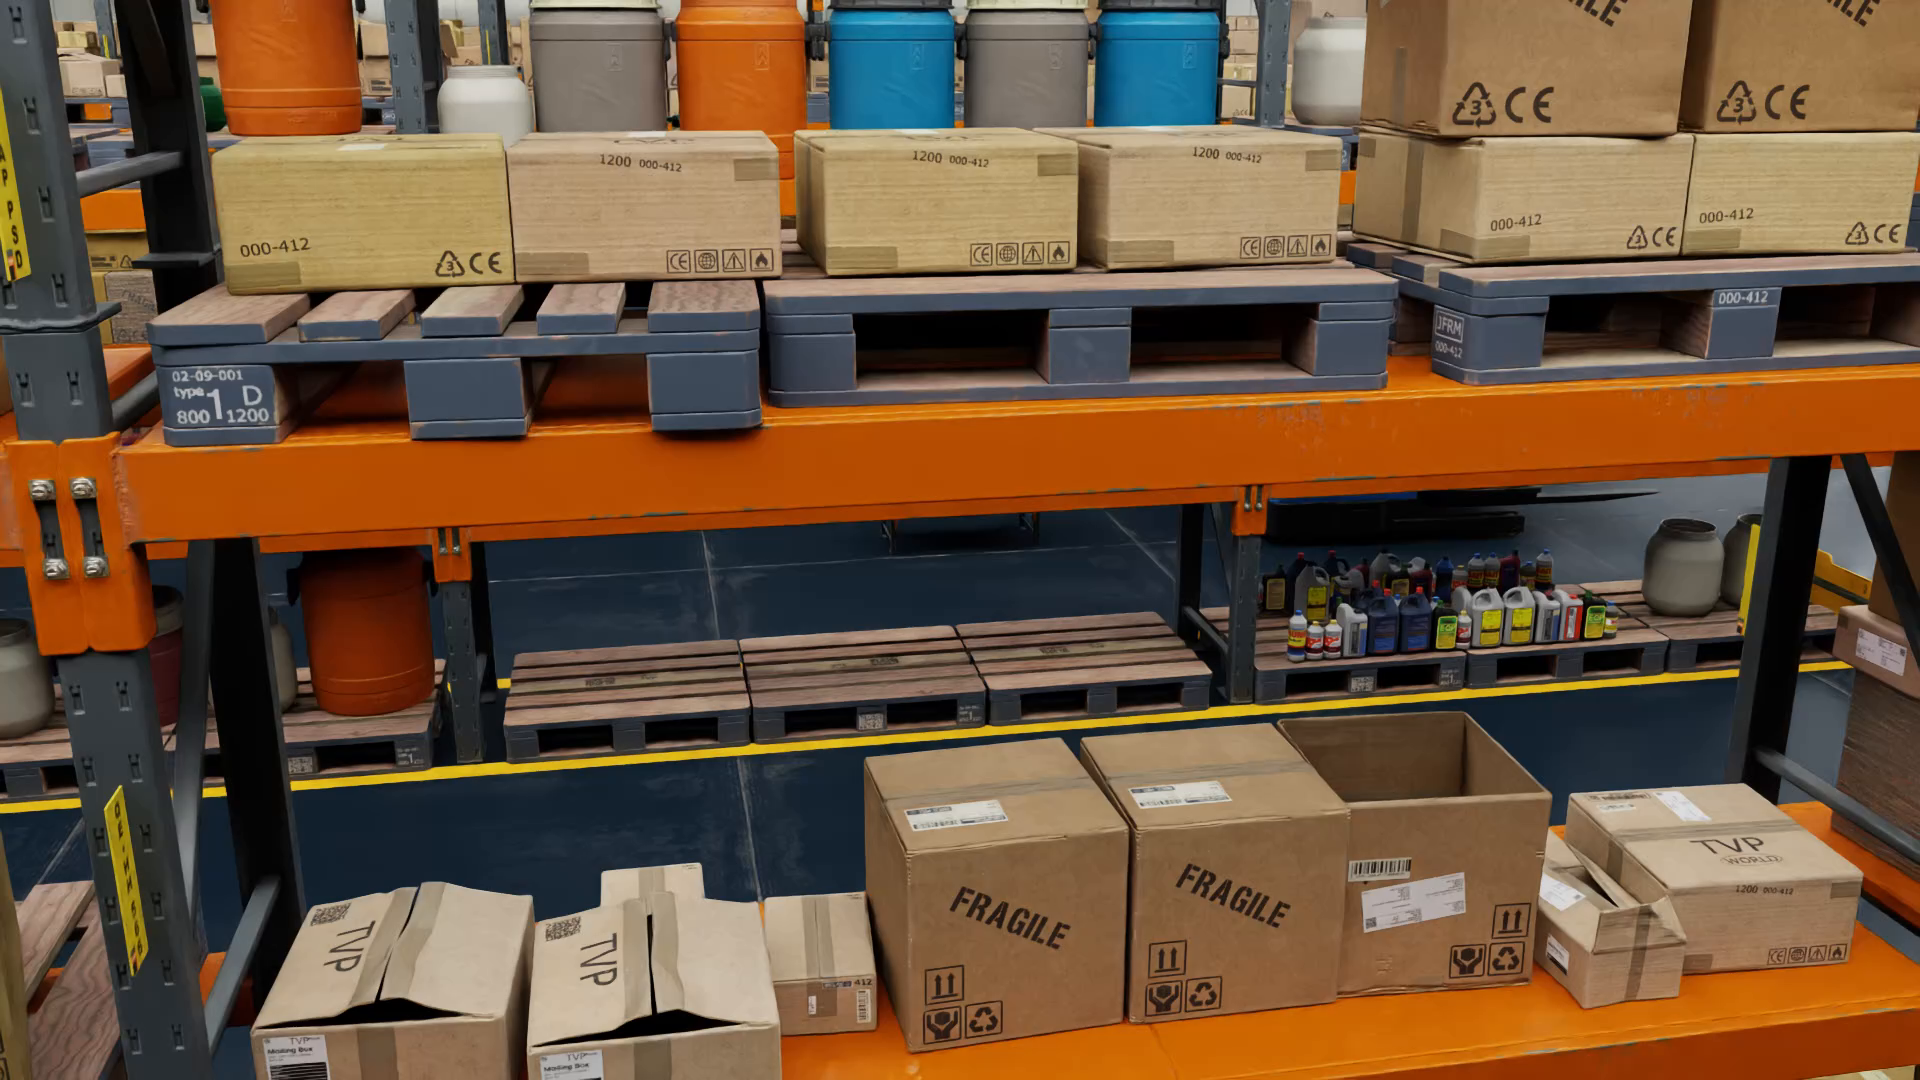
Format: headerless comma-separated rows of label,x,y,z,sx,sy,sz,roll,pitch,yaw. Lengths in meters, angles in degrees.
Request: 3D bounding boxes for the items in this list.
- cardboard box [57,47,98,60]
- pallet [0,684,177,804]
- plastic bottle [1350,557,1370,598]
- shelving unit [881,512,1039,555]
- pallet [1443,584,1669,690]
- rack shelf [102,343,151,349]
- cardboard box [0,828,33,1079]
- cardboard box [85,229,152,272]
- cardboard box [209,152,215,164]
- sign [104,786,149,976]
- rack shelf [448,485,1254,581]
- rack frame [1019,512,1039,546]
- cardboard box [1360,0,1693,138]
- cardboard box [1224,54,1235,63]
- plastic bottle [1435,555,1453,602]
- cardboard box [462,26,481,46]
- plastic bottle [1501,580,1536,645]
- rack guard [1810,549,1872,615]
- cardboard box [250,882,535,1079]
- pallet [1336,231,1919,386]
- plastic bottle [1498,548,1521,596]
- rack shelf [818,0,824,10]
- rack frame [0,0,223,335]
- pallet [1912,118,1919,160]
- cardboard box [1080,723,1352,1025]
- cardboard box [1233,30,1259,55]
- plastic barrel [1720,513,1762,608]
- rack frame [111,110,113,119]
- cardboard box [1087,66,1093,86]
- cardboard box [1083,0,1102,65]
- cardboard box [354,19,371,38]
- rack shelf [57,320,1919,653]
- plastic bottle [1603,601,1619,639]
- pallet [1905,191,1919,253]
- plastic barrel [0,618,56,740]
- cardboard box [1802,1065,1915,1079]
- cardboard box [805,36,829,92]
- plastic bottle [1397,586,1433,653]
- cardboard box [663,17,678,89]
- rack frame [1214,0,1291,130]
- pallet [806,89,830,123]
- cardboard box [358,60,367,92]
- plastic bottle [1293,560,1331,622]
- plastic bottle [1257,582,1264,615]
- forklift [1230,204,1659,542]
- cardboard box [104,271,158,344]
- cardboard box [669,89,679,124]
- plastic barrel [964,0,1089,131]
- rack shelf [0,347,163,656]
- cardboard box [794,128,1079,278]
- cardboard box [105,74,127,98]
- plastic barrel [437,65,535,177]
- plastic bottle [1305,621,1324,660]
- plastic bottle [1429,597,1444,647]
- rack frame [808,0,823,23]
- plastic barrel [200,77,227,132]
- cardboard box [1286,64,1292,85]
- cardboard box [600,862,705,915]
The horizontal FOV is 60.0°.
cardboard box,-8.623,-4.613,16.018,0.500,0.250,0.500,-4,18,-13
pallet,-4.471,0.985,8.244,1.213,0.211,1.003,-3,17,-10
plastic bottle,2.336,0.244,9.785,0.133,0.283,0.061,-2,17,-7
shelving unit,-0.007,-0.537,11.645,1.048,1.125,0.538,-3,17,-10
pallet,3.285,0.545,9.677,1.213,0.211,1.003,-3,17,-10
rack shelf,-5.413,-1.443,12.626,4.000,0.370,1.077,-3,17,-10
cardboard box,-2.171,0.777,3.289,0.500,0.500,0.700,-10,20,-29
cardboard box,-6.075,-2.276,12.233,0.637,0.503,0.797,-3,17,-10
cardboard box,-9.668,-4.952,20.953,0.500,0.500,0.500,-3,17,-11
sign,-1.461,0.598,2.919,0.005,0.325,0.100,-3,17,-10
rack shelf,-0.546,-0.238,8.703,4.000,0.370,1.077,-3,17,-10
rack frame,0.492,-0.566,11.738,0.032,1.125,0.500,-3,17,-10
cardboard box,1.186,-1.125,3.521,0.500,0.500,0.500,-2,17,-5
cardboard box,2.802,-5.197,18.058,0.250,0.149,0.380,-3,17,-10
plastic bottle,2.872,0.225,9.868,0.097,0.271,0.097,0,17,0
cardboard box,-6.265,-6.328,21.310,0.500,0.500,0.700,-4,18,-13
plastic bottle,3.074,0.393,9.187,0.185,0.351,0.144,-3,17,-8
rack guard,5.279,0.297,9.995,0.348,0.500,1.175,-3,17,-10
cardboard box,-1.208,0.993,3.623,0.500,0.311,0.500,-2,17,-7
pallet,1.490,-0.555,3.726,1.217,0.209,0.805,-4,18,-13
plastic bottle,3.280,0.191,9.960,0.133,0.283,0.061,-3,17,-10
rack shelf,-0.384,-8.853,27.214,4.000,0.370,1.077,-3,17,-10
rack frame,-1.574,-1.910,2.704,0.127,3.000,1.000,-3,17,-10
pallet,4.514,-2.242,9.215,1.213,0.211,1.003,-3,17,-10
cardboard box,0.588,0.782,3.986,0.500,0.500,0.500,-3,17,-10
cardboard box,3.136,-5.425,18.118,0.500,0.250,0.500,-3,17,-10
plastic barrel,4.713,0.131,9.798,0.421,0.512,0.421,0,17,0
rack frame,-8.218,-3.111,16.832,0.127,3.000,1.000,-3,17,-10
cardboard box,0.856,-3.603,12.902,0.250,0.149,0.380,-4,17,-12
cardboard box,0.872,-4.083,13.358,0.500,0.500,0.500,-4,17,-12
cardboard box,-5.898,-5.006,16.420,0.258,0.266,0.396,-3,17,-10
rack shelf,0.390,-0.244,3.613,4.000,0.370,1.077,-3,17,-10
plastic bottle,3.625,0.440,9.287,0.097,0.201,0.097,0,17,0
pallet,3.186,-0.712,4.062,1.213,0.211,1.003,-3,17,-10
plastic barrel,-4.633,0.670,8.043,0.421,0.512,0.421,0,17,0
cardboard box,2.768,1.760,4.942,0.500,0.250,0.500,-3,17,-10
cardboard box,-0.927,-3.755,12.928,0.637,0.503,0.797,-3,17,-8
plastic bottle,2.474,0.427,9.076,0.185,0.351,0.144,-4,18,-13
cardboard box,-1.948,-3.628,12.385,0.500,0.500,0.500,-4,17,-12
rack frame,1.418,-3.561,8.079,0.127,3.000,1.000,-3,17,-10
pallet,-1.166,-3.403,12.993,1.003,0.211,1.213,-3,17,-10
cardboard box,-5.784,-4.652,16.570,0.500,0.500,0.500,-3,17,-10
plastic bottle,2.023,0.285,9.537,0.185,0.351,0.144,-3,17,-10
plastic bottle,1.715,0.324,9.665,0.097,0.201,0.097,0,17,0
forklift,3.586,-1.568,11.924,3.031,2.935,1.130,-3,17,-9
cardboard box,-5.893,-1.733,12.175,0.500,0.500,0.500,-4,17,-12
cardboard box,-1.933,-3.273,12.506,0.500,0.250,0.500,-3,17,-9
plastic barrel,0.317,-2.240,8.032,0.600,0.901,0.600,0,17,0
rack shelf,-3.537,-0.021,2.888,4.000,0.370,1.077,-3,17,-10
cardboard box,-0.064,-0.710,3.445,0.500,0.250,0.500,-4,17,-12
cardboard box,-5.886,-3.230,11.822,0.250,0.149,0.380,-4,18,-13
plastic barrel,-2.147,-1.887,7.547,0.421,0.512,0.421,0,17,0
plastic bottle,1.913,0.537,8.971,0.097,0.201,0.097,0,17,0
plastic bottle,2.612,0.446,9.149,0.097,0.271,0.097,0,17,0
rack frame,-2.347,-9.276,26.687,0.127,3.000,1.000,-3,17,-10
plastic barrel,-3.594,-2.038,7.779,0.294,0.245,0.294,0,17,0
cardboard box,2.635,-3.719,13.279,0.250,0.149,0.380,-4,18,-13
cardboard box,-0.743,0.948,4.044,0.250,0.149,0.380,-3,17,-10
